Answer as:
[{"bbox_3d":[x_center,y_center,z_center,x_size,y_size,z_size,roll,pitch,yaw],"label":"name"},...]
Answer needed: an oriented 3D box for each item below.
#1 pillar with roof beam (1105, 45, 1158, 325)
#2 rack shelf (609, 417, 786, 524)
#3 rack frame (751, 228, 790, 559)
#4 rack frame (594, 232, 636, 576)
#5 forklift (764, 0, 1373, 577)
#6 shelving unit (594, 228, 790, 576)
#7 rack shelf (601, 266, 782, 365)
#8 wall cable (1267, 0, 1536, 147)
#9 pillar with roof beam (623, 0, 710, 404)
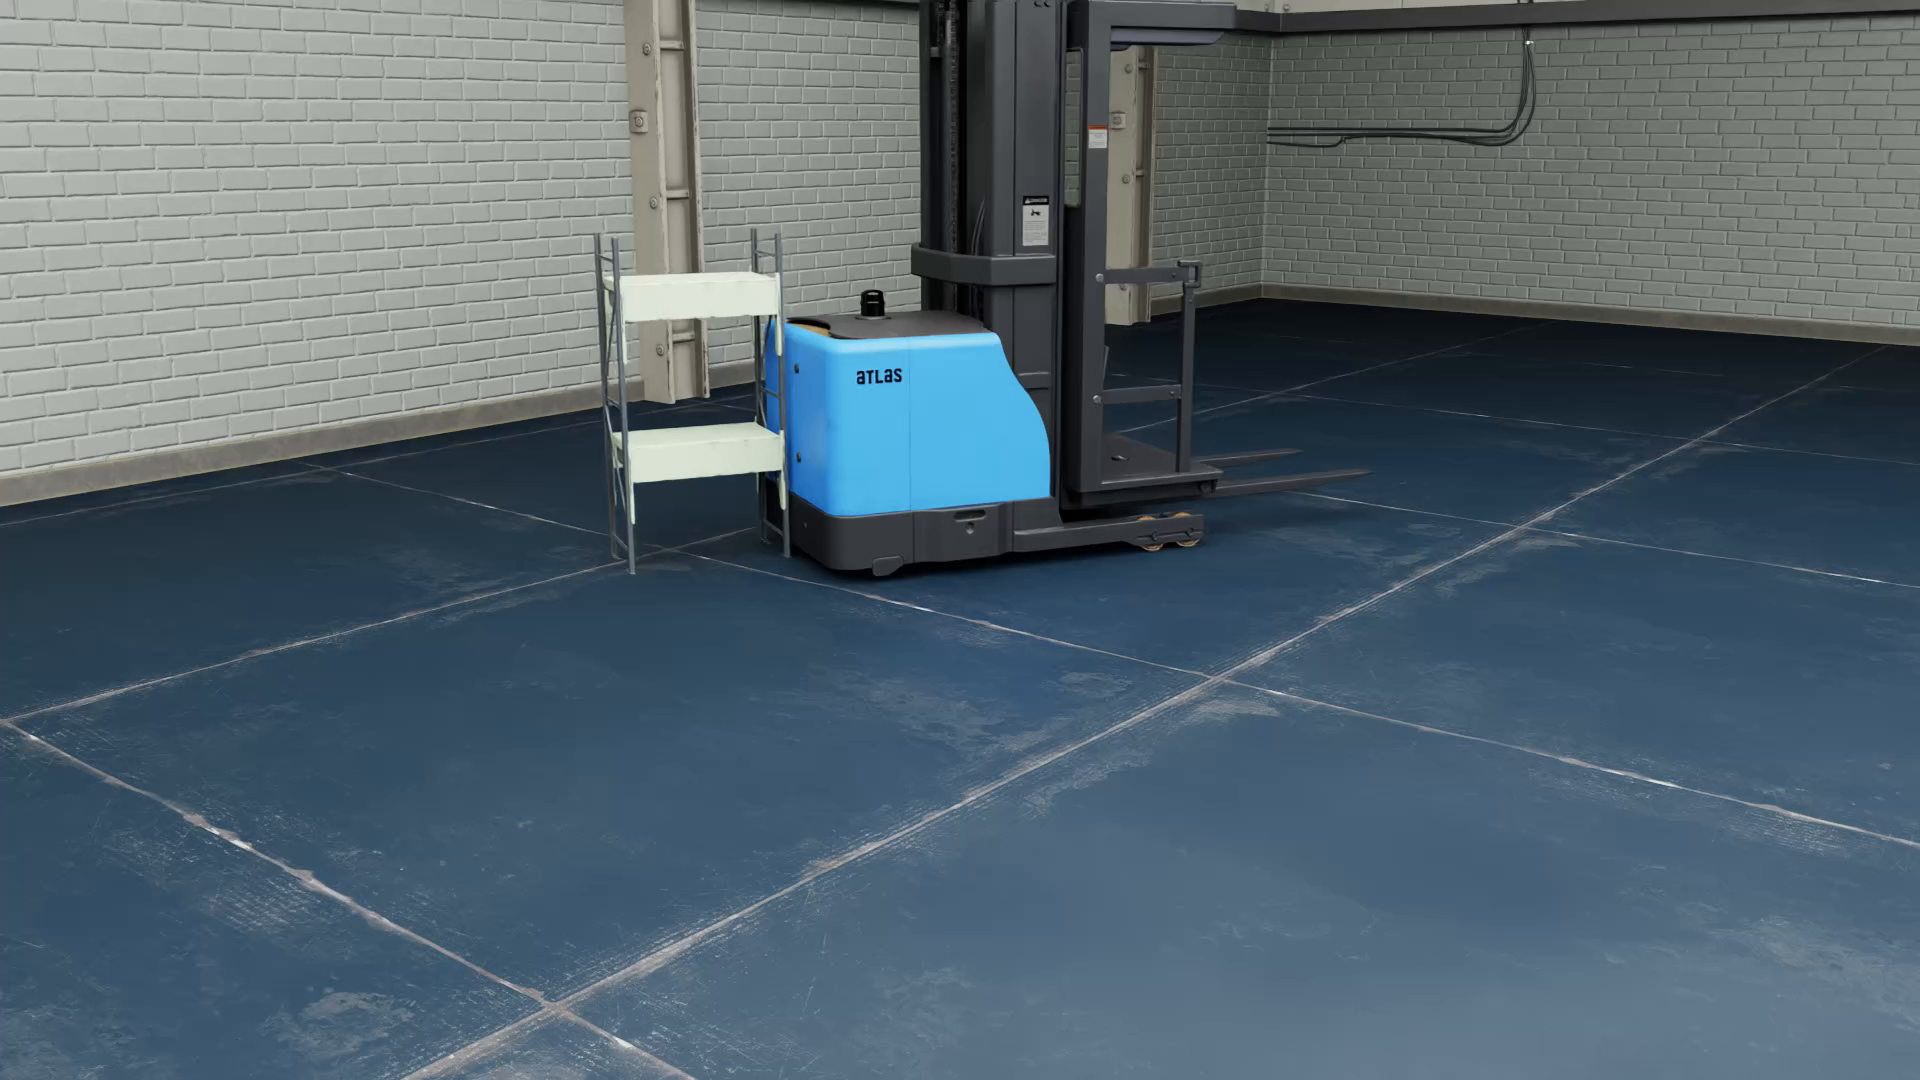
[{"bbox_3d":[5.033,-5.888,13.023,9.100,9.000,0.400,11,18,38],"label":"pillar with roof beam"},{"bbox_3d":[-1.220,-0.331,7.704,0.720,0.370,0.431,-6,16,-23],"label":"rack shelf"},{"bbox_3d":[-0.886,-0.684,7.769,0.023,1.500,0.400,-6,16,-23],"label":"rack frame"},{"bbox_3d":[-1.554,-0.610,7.480,0.023,1.500,0.400,-6,16,-23],"label":"rack frame"},{"bbox_3d":[0.618,-1.478,7.987,3.031,2.935,1.130,-6,16,-23],"label":"forklift"},{"bbox_3d":[-1.220,-0.647,7.624,0.755,1.500,0.431,-6,16,-23],"label":"shelving unit"},{"bbox_3d":[-1.220,-1.026,7.528,0.720,0.370,0.431,-6,16,-23],"label":"rack shelf"},{"bbox_3d":[4.564,-5.408,17.443,3.097,2.526,0.112,11,18,38],"label":"wall cable"},{"bbox_3d":[1.262,-4.739,8.500,9.100,9.000,0.400,11,18,38],"label":"pillar with roof beam"}]
